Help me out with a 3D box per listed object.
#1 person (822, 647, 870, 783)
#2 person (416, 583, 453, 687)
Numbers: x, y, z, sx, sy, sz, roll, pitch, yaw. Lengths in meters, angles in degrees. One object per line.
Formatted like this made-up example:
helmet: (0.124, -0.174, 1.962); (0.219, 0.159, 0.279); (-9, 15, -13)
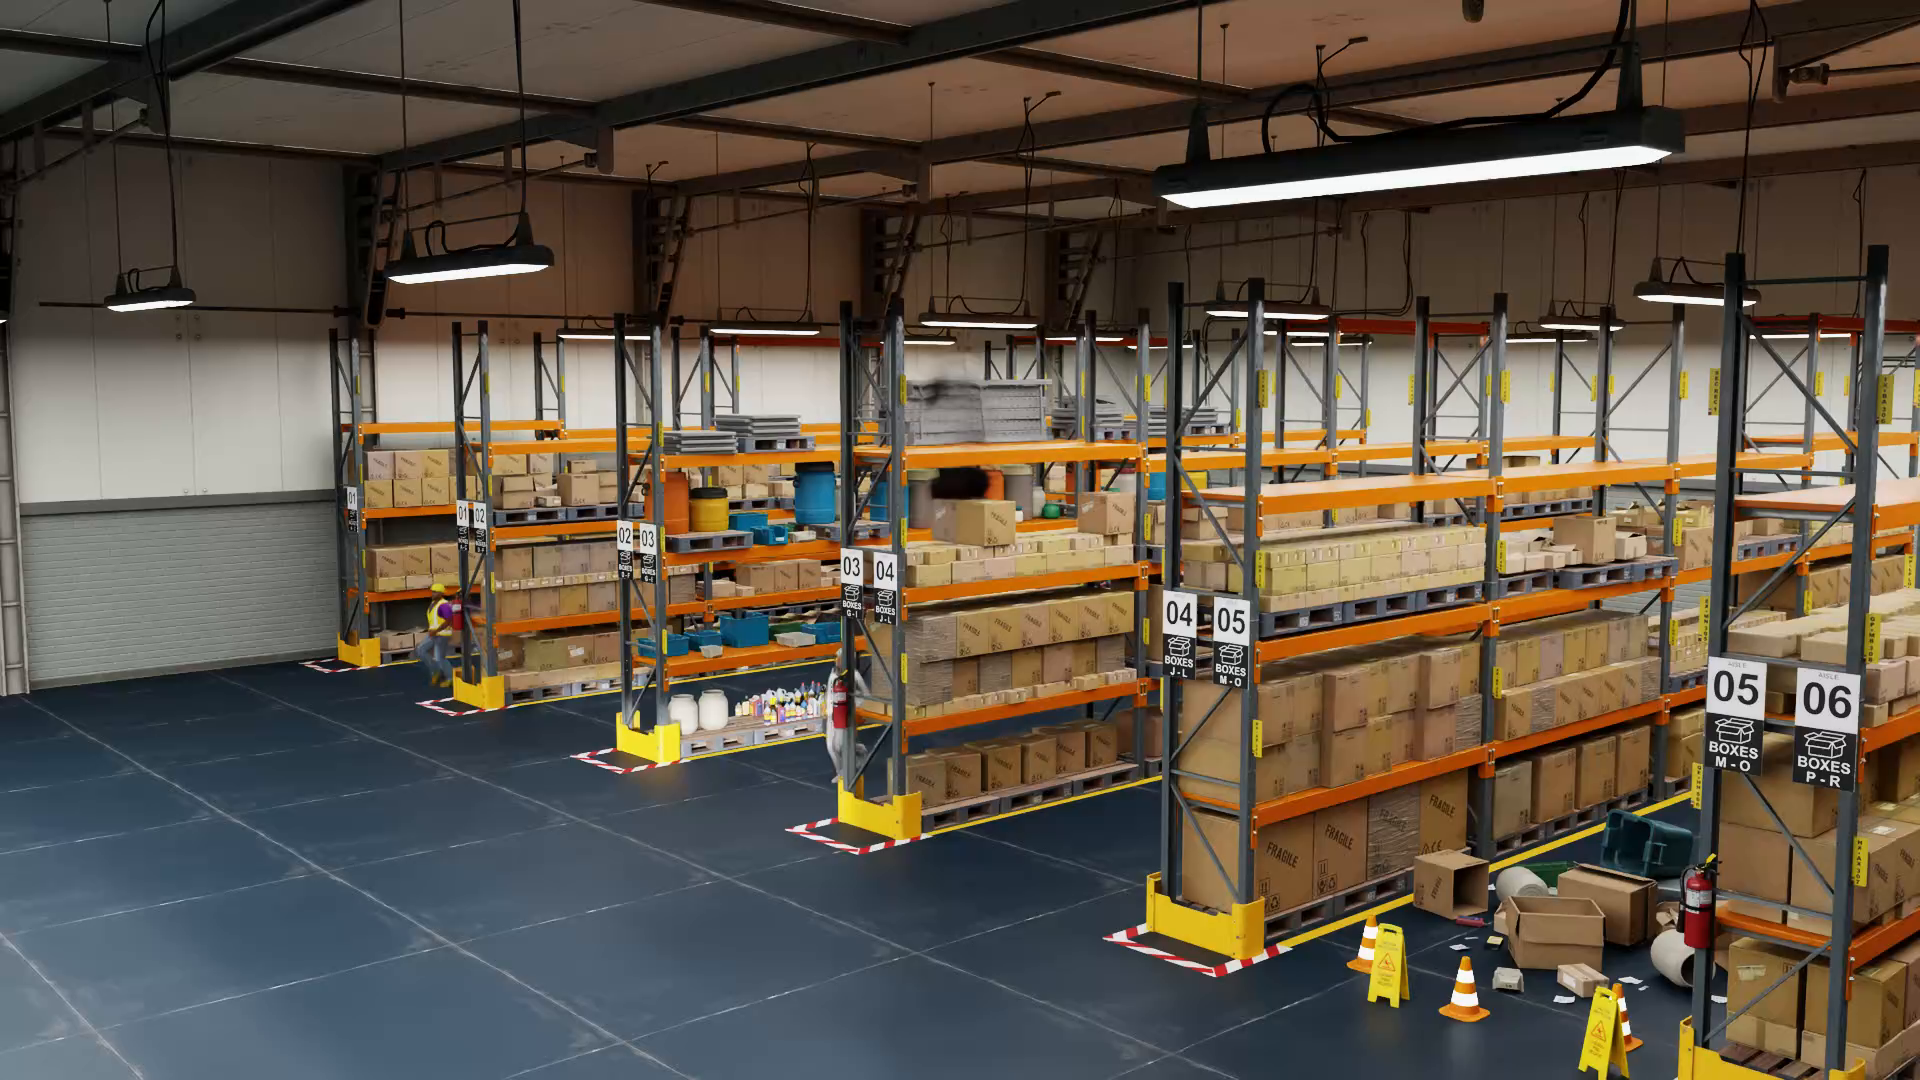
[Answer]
person: (-1.478, 2.221, 21.210); (0.661, 1.731, 0.585); (4, 7, 37)
person: (-8.668, 1.577, 27.558); (0.632, 1.743, 0.719); (-5, 7, -40)
